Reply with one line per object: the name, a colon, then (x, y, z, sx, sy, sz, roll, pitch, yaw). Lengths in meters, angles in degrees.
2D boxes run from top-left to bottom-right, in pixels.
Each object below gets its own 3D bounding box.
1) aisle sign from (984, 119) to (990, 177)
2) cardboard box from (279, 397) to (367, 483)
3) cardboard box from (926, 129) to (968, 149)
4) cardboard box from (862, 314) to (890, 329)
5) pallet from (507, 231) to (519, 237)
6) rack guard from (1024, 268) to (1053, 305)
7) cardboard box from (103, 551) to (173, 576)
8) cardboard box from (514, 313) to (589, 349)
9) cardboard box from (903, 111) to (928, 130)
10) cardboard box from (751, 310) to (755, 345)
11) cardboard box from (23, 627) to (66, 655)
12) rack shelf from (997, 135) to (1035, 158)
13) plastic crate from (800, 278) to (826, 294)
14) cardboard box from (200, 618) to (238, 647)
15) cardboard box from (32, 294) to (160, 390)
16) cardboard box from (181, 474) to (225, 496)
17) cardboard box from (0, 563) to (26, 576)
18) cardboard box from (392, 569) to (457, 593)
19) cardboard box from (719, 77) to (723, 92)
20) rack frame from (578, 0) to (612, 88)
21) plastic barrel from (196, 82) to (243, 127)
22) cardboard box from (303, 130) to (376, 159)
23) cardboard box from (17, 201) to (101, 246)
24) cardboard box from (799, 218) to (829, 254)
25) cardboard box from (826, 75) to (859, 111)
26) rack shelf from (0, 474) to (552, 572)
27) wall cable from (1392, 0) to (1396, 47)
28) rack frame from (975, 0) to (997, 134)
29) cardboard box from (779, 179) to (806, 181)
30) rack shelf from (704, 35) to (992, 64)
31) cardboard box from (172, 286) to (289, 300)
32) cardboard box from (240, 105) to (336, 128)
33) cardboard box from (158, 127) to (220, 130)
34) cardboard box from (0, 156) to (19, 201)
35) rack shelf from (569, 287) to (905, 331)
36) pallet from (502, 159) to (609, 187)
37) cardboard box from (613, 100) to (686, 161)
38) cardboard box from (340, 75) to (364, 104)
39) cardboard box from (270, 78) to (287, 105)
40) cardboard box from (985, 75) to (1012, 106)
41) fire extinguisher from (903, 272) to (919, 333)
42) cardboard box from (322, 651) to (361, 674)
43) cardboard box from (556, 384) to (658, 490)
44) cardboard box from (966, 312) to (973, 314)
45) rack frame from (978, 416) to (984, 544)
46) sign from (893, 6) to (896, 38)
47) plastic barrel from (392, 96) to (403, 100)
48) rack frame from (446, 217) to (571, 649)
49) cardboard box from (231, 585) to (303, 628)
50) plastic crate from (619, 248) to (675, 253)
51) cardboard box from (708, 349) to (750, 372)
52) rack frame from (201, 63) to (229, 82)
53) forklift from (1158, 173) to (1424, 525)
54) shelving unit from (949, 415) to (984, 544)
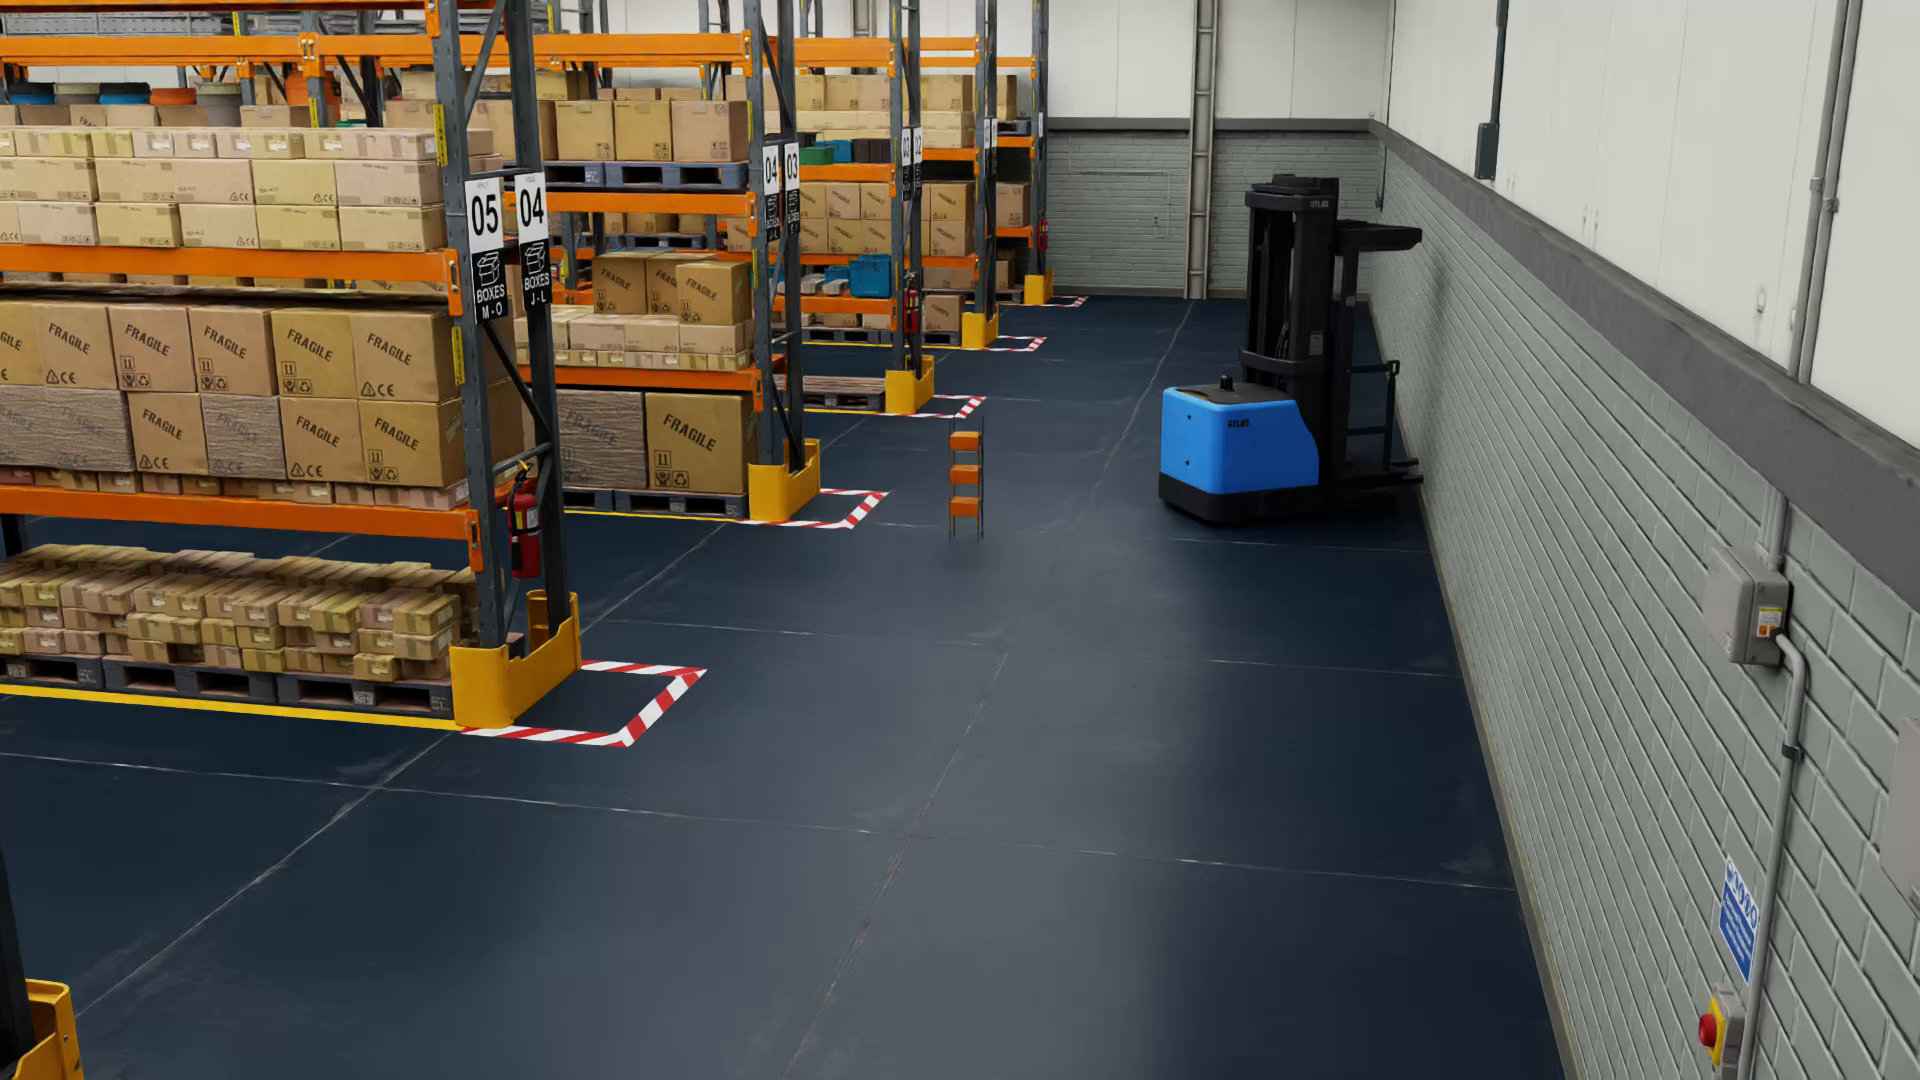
aisle sign: (0.379, -5.524, 23.445, 0.004, 0.787, 0.394, 3, 16, 11)
cardboard box: (-3.688, -0.648, 9.969, 0.500, 0.500, 0.500, 3, 16, 10)
cardboard box: (-0.183, -5.687, 23.564, 0.500, 0.250, 0.500, 3, 16, 11)
cardboard box: (-1.134, -3.265, 24.486, 0.500, 0.250, 0.500, 3, 16, 11)
pallet: (-6.789, -4.670, 25.593, 1.003, 0.211, 1.213, 3, 16, 11)
rack guard: (1.380, -4.445, 29.103, 0.348, 0.500, 1.175, 3, 16, 11)
cardboard box: (-5.469, 0.200, 11.090, 0.250, 0.149, 0.380, 4, 16, 13)
cardboard box: (-3.640, -1.872, 14.854, 0.500, 0.250, 0.500, 3, 16, 11)
cardboard box: (-0.671, -5.956, 23.601, 0.500, 0.250, 0.500, 3, 16, 11)
cardboard box: (-2.021, -1.931, 15.068, 0.500, 0.250, 0.500, 3, 16, 10)
cardboard box: (-5.805, 0.604, 10.745, 0.250, 0.149, 0.380, 3, 16, 11)
rack shelf: (-0.604, -6.856, 28.853, 4.000, 0.370, 1.077, 3, 16, 11)
plastic crate: (-1.734, -2.976, 19.500, 0.243, 0.136, 0.396, 3, 16, 11)
cardboard box: (-4.534, 0.533, 10.444, 0.250, 0.149, 0.380, 4, 16, 14)
cardboard box: (-5.220, -1.211, 10.129, 0.500, 0.500, 0.500, 3, 16, 12)
cardboard box: (-4.576, -0.395, 10.271, 0.250, 0.149, 0.380, 3, 16, 12)
cardboard box: (-6.316, 0.273, 10.827, 0.250, 0.149, 0.380, 4, 16, 13)
cardboard box: (-3.432, 0.313, 10.681, 0.250, 0.149, 0.380, 3, 16, 12)
cardboard box: (-3.944, -8.038, 29.354, 0.500, 0.250, 0.500, 3, 16, 9)
rack frame: (-6.483, -8.968, 29.509, 0.127, 3.000, 1.000, 3, 16, 11)
plastic barrel: (-9.219, -5.273, 20.849, 0.600, 0.901, 0.600, 0, 15, 0)
cardboard box: (-3.551, -2.271, 9.550, 0.250, 0.149, 0.380, 3, 16, 9)
cardboard box: (-5.212, -1.907, 9.919, 0.500, 0.250, 0.500, 4, 16, 13)
cardboard box: (-2.110, -4.464, 24.301, 0.500, 0.500, 0.500, 3, 16, 11)
cardboard box: (-1.590, -6.452, 23.986, 0.500, 0.500, 0.700, 3, 16, 11)
rack shelf: (-4.652, -0.231, 10.555, 4.000, 0.370, 1.077, 3, 16, 11)
wall cable: (6.289, -8.378, 23.734, 0.112, 2.526, 3.097, 3, 16, 11)
rack frame: (0.373, -7.246, 23.294, 0.127, 3.000, 1.000, 3, 16, 11)
cardboard box: (-2.497, -5.112, 24.768, 0.500, 0.500, 0.500, 3, 16, 10)
rack shelf: (-1.587, -7.004, 23.774, 4.000, 0.370, 1.077, 3, 16, 11)
cardboard box: (-4.580, -1.323, 10.532, 0.500, 0.500, 0.500, 3, 16, 9)
cardboard box: (-6.095, -3.701, 15.140, 0.500, 0.500, 0.700, 3, 16, 12)
cardboard box: (-4.726, -2.475, 10.288, 0.250, 0.149, 0.380, 3, 16, 10)
cardboard box: (-5.701, -2.182, 9.977, 0.500, 0.250, 0.500, 3, 16, 11)
rack shelf: (-2.578, -2.819, 19.898, 4.000, 0.370, 1.077, 3, 16, 11)
pallet: (-3.533, -3.268, 14.716, 1.213, 0.211, 1.003, 3, 16, 11)
cardboard box: (-2.653, -3.583, 14.528, 0.500, 0.500, 0.700, 3, 16, 9)
cardboard box: (-10.948, -8.230, 30.368, 0.500, 0.500, 0.500, 2, 16, 6)
cardboard box: (-10.227, -6.863, 25.619, 0.500, 0.500, 0.500, 5, 16, 16)
cardboard box: (0.585, -7.604, 28.107, 0.500, 0.500, 0.500, 3, 16, 11)
fire extinguisher: (-0.561, -2.715, 19.019, 0.183, 0.674, 0.296, 3, 16, 11)
cardboard box: (-3.764, 0.703, 10.390, 0.250, 0.149, 0.380, 3, 16, 11)
cardboard box: (-3.140, -1.004, 15.190, 0.875, 0.875, 0.875, 3, 16, 11)
cardboard box: (0.031, -3.305, 24.821, 0.250, 0.149, 0.380, 3, 16, 11)
rack frame: (0.172, -0.497, 13.818, 0.008, 1.050, 0.200, 3, 16, 11)
sign: (-0.712, -5.650, 18.137, 0.005, 0.325, 0.100, 3, 16, 11)
plastic barrel: (-6.690, -5.143, 20.281, 0.433, 0.535, 0.433, 0, 15, 0)
rack frame: (-2.692, -0.472, 10.075, 0.127, 3.000, 1.000, 3, 16, 11)
cardboard box: (-4.291, 0.412, 10.324, 0.250, 0.149, 0.380, 4, 16, 13)
plastic crate: (-3.713, -3.219, 19.761, 0.583, 0.464, 0.402, 3, 16, 11)
cardboard box: (-2.020, -1.575, 14.531, 0.250, 0.149, 0.380, 3, 16, 12)
rack frame: (-11.387, -7.884, 25.598, 0.127, 3.000, 1.000, 3, 16, 11)
forklift: (3.372, -1.772, 14.897, 3.031, 2.935, 1.130, -6, 17, -21)
shelving unit: (0.052, -0.503, 13.842, 0.252, 1.050, 0.215, 3, 16, 11)
